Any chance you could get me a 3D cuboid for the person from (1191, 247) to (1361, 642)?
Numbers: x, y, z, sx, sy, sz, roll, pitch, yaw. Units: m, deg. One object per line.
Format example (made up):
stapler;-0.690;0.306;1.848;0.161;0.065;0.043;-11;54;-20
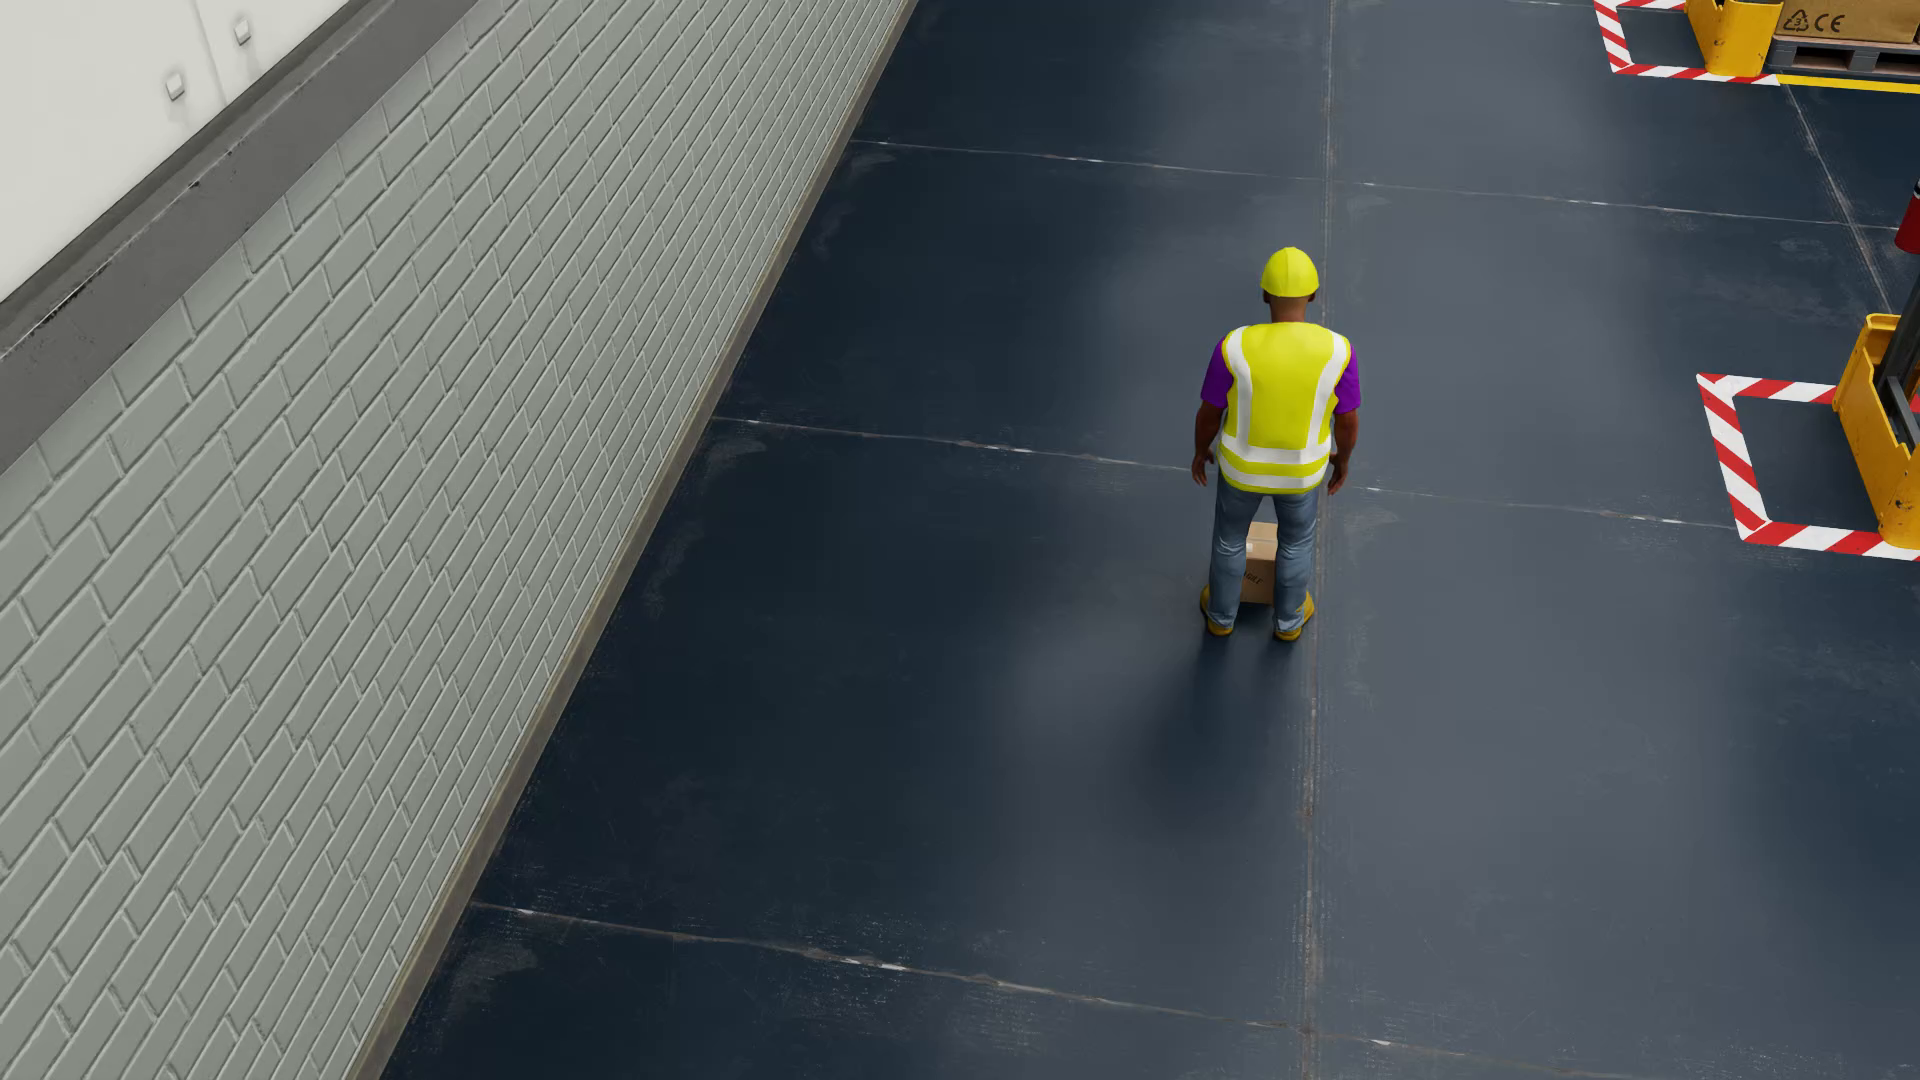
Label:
person;1.222;-0.332;6.535;0.621;1.759;0.459;5;41;6
